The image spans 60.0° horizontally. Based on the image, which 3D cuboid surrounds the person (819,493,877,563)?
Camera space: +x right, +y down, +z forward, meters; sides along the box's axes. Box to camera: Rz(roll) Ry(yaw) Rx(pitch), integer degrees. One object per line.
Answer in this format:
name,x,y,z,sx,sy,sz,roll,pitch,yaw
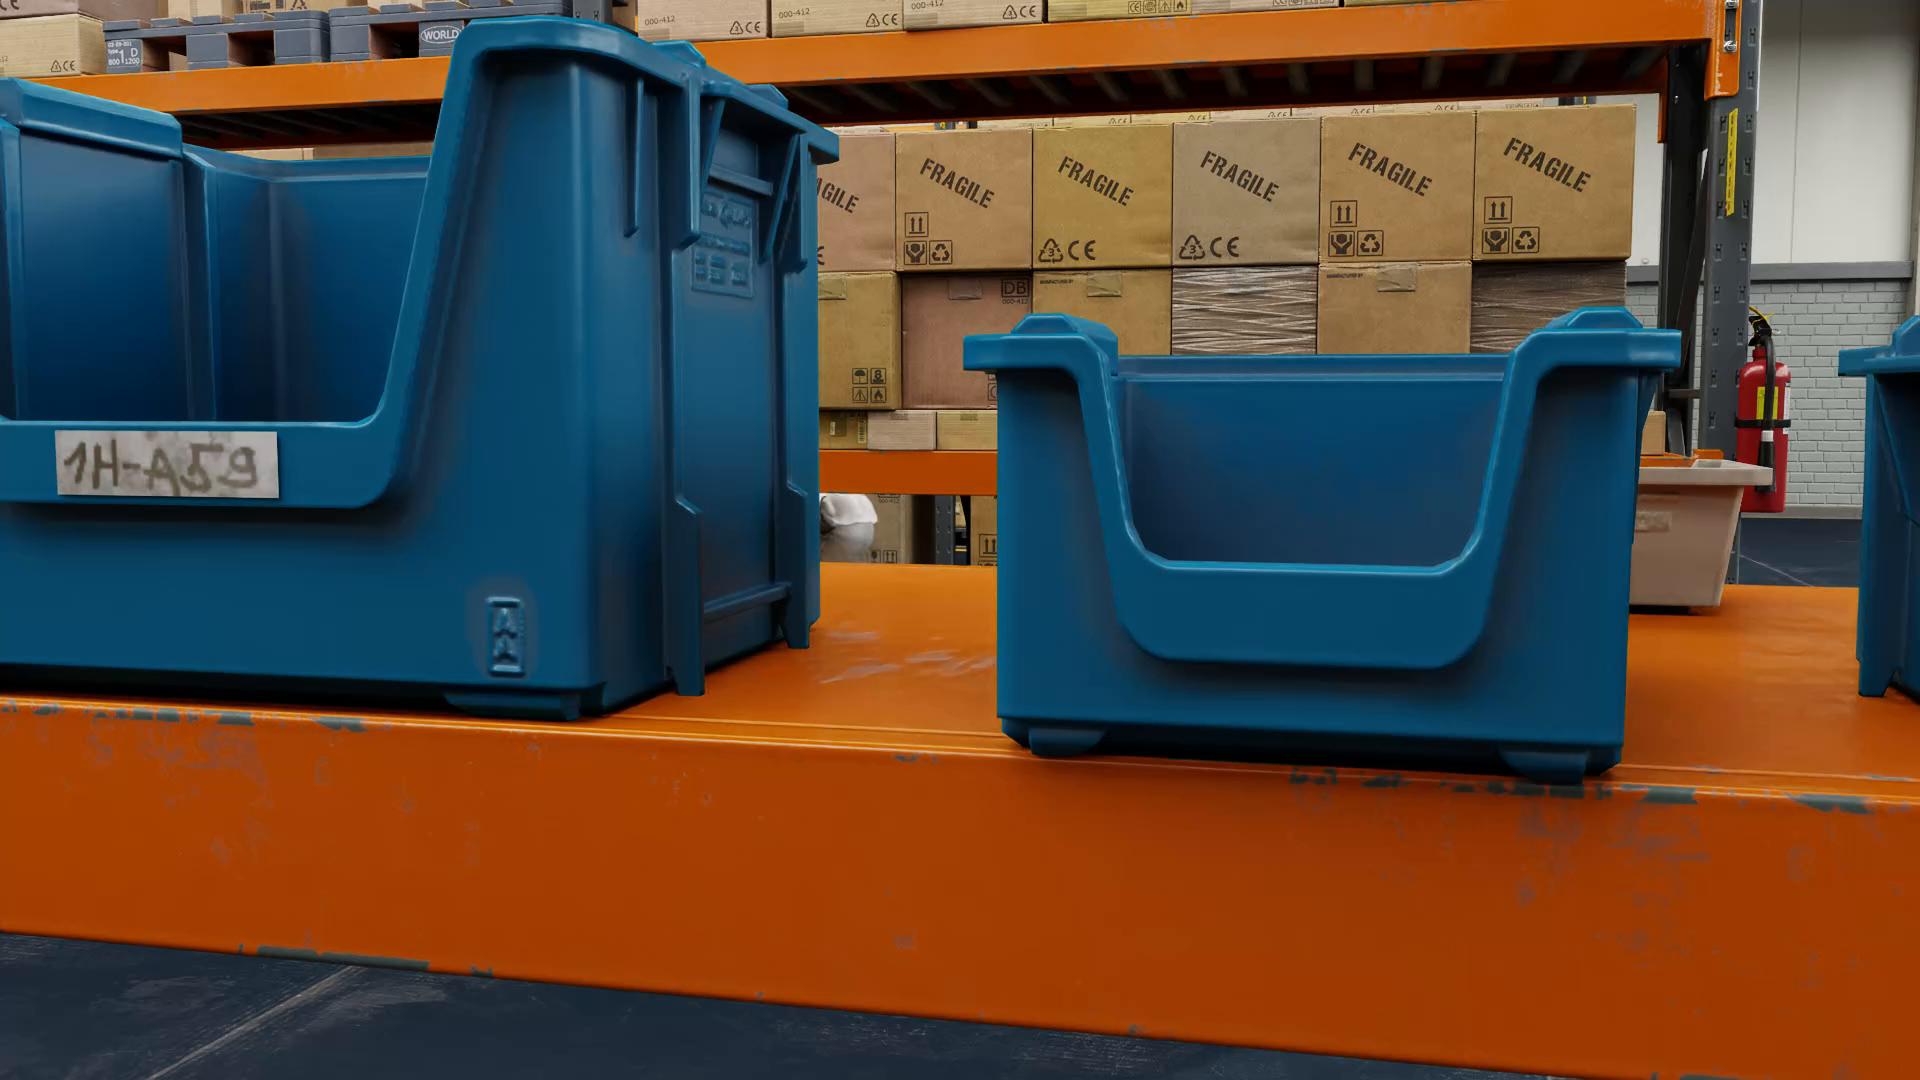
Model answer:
person,-0.887,0.120,8.781,0.892,1.257,0.473,1,5,12
